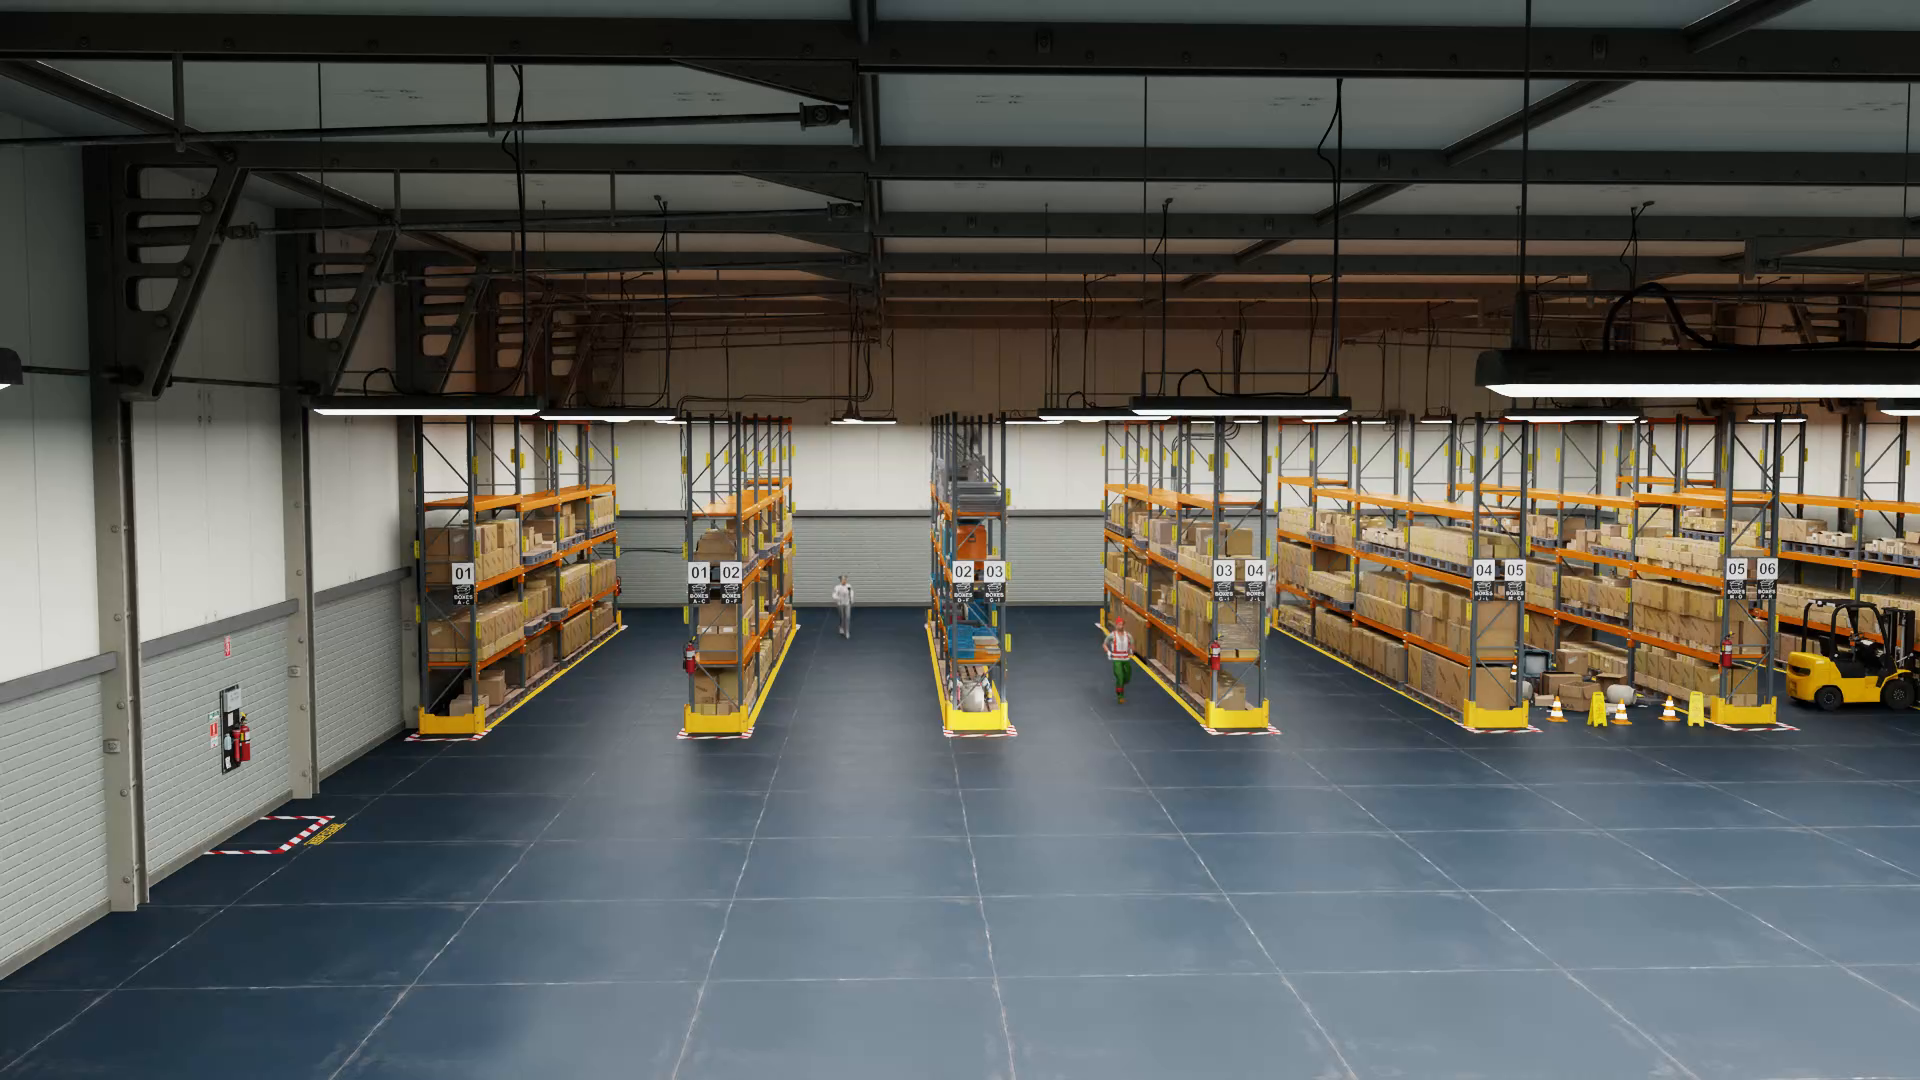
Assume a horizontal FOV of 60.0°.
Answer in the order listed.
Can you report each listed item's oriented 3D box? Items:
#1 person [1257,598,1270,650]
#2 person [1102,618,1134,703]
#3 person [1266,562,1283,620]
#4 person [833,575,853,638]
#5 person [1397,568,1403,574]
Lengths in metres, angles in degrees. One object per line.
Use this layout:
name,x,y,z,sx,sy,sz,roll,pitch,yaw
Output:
person,7.478,2.019,41.699,0.685,1.735,0.667,-1,4,-12
person,3.318,2.496,34.597,0.663,1.748,0.780,-1,4,-13
person,9.228,1.536,48.673,0.935,1.806,0.693,0,4,-6
person,-3.187,1.789,45.431,0.595,1.709,0.921,-1,4,-12
person,13.030,1.519,49.283,0.802,1.707,0.666,0,4,7
